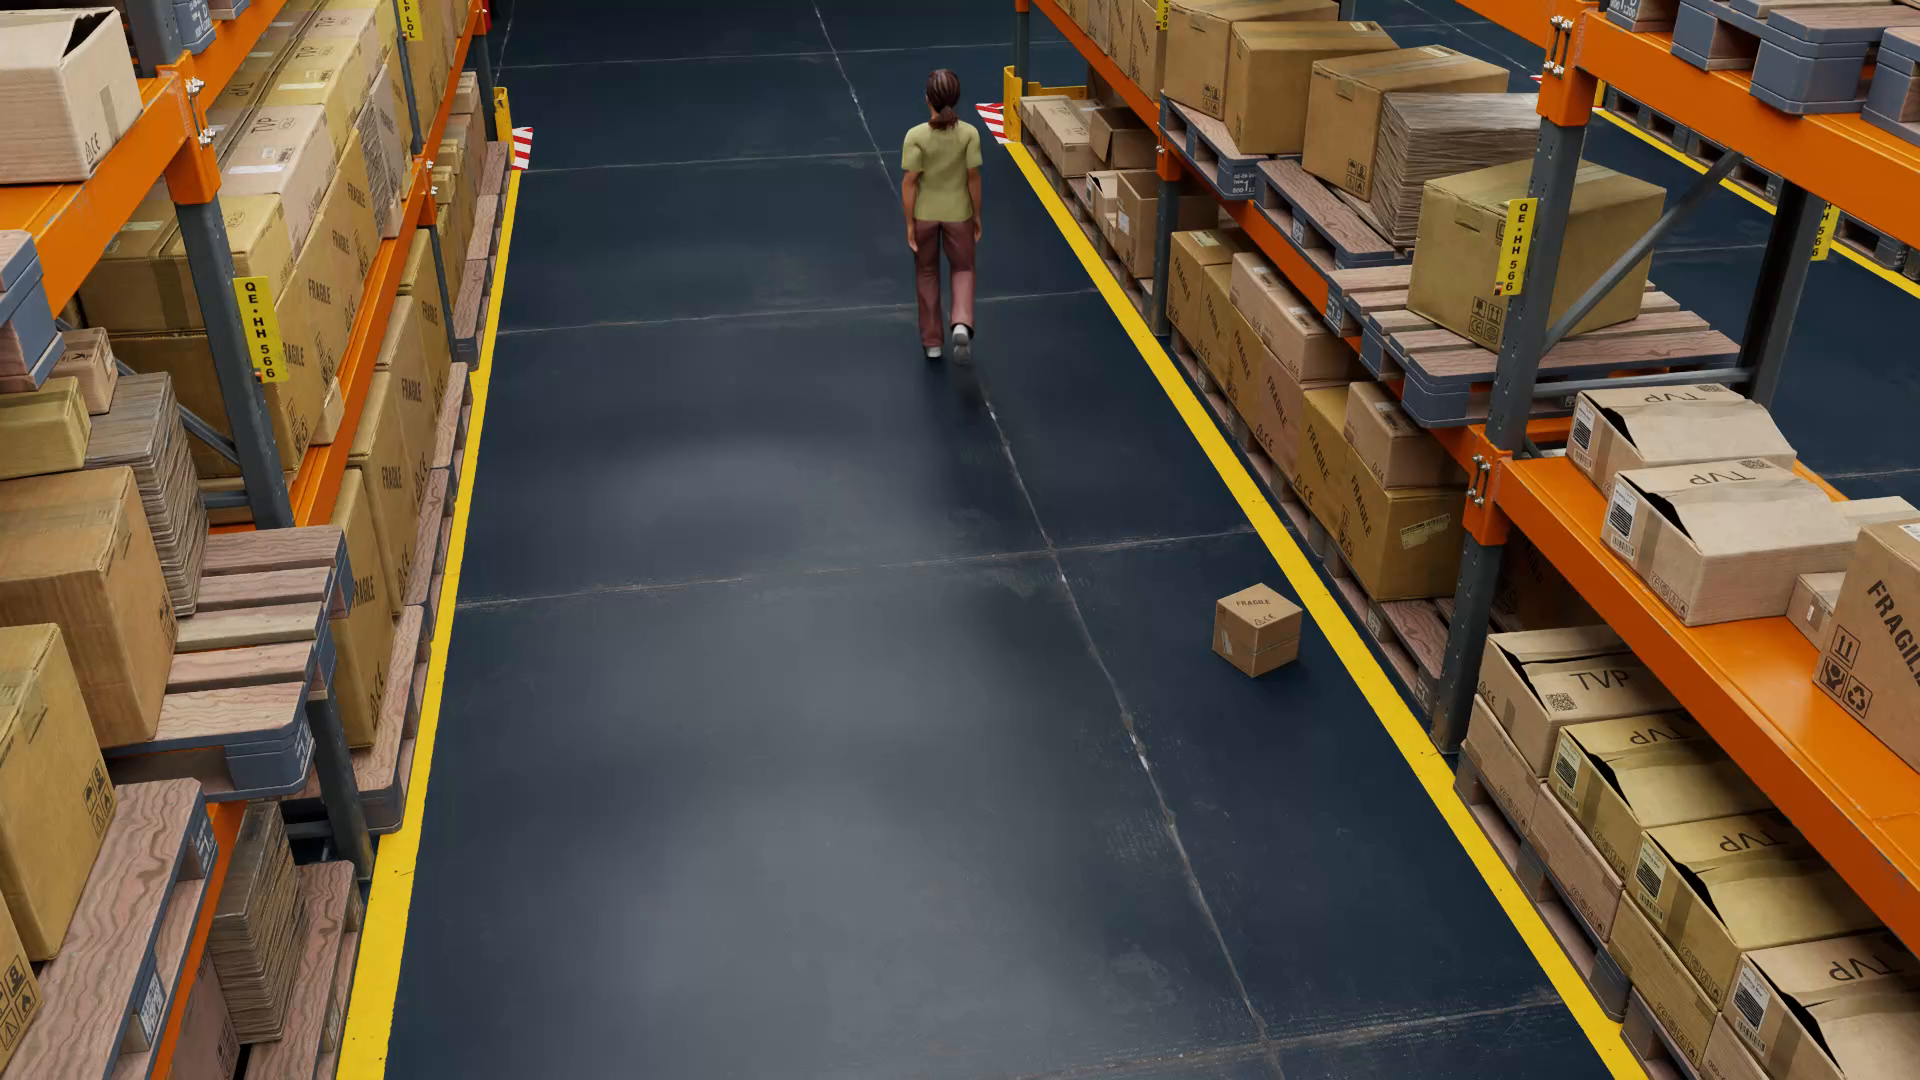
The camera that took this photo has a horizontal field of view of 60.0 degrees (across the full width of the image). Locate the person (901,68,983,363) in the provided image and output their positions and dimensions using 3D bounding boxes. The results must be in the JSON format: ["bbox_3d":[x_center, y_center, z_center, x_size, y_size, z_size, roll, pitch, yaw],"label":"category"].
[{"bbox_3d":[-0.096,-1.720,8.997,0.439,1.647,0.685,-2,31,-3],"label":"person"}]
